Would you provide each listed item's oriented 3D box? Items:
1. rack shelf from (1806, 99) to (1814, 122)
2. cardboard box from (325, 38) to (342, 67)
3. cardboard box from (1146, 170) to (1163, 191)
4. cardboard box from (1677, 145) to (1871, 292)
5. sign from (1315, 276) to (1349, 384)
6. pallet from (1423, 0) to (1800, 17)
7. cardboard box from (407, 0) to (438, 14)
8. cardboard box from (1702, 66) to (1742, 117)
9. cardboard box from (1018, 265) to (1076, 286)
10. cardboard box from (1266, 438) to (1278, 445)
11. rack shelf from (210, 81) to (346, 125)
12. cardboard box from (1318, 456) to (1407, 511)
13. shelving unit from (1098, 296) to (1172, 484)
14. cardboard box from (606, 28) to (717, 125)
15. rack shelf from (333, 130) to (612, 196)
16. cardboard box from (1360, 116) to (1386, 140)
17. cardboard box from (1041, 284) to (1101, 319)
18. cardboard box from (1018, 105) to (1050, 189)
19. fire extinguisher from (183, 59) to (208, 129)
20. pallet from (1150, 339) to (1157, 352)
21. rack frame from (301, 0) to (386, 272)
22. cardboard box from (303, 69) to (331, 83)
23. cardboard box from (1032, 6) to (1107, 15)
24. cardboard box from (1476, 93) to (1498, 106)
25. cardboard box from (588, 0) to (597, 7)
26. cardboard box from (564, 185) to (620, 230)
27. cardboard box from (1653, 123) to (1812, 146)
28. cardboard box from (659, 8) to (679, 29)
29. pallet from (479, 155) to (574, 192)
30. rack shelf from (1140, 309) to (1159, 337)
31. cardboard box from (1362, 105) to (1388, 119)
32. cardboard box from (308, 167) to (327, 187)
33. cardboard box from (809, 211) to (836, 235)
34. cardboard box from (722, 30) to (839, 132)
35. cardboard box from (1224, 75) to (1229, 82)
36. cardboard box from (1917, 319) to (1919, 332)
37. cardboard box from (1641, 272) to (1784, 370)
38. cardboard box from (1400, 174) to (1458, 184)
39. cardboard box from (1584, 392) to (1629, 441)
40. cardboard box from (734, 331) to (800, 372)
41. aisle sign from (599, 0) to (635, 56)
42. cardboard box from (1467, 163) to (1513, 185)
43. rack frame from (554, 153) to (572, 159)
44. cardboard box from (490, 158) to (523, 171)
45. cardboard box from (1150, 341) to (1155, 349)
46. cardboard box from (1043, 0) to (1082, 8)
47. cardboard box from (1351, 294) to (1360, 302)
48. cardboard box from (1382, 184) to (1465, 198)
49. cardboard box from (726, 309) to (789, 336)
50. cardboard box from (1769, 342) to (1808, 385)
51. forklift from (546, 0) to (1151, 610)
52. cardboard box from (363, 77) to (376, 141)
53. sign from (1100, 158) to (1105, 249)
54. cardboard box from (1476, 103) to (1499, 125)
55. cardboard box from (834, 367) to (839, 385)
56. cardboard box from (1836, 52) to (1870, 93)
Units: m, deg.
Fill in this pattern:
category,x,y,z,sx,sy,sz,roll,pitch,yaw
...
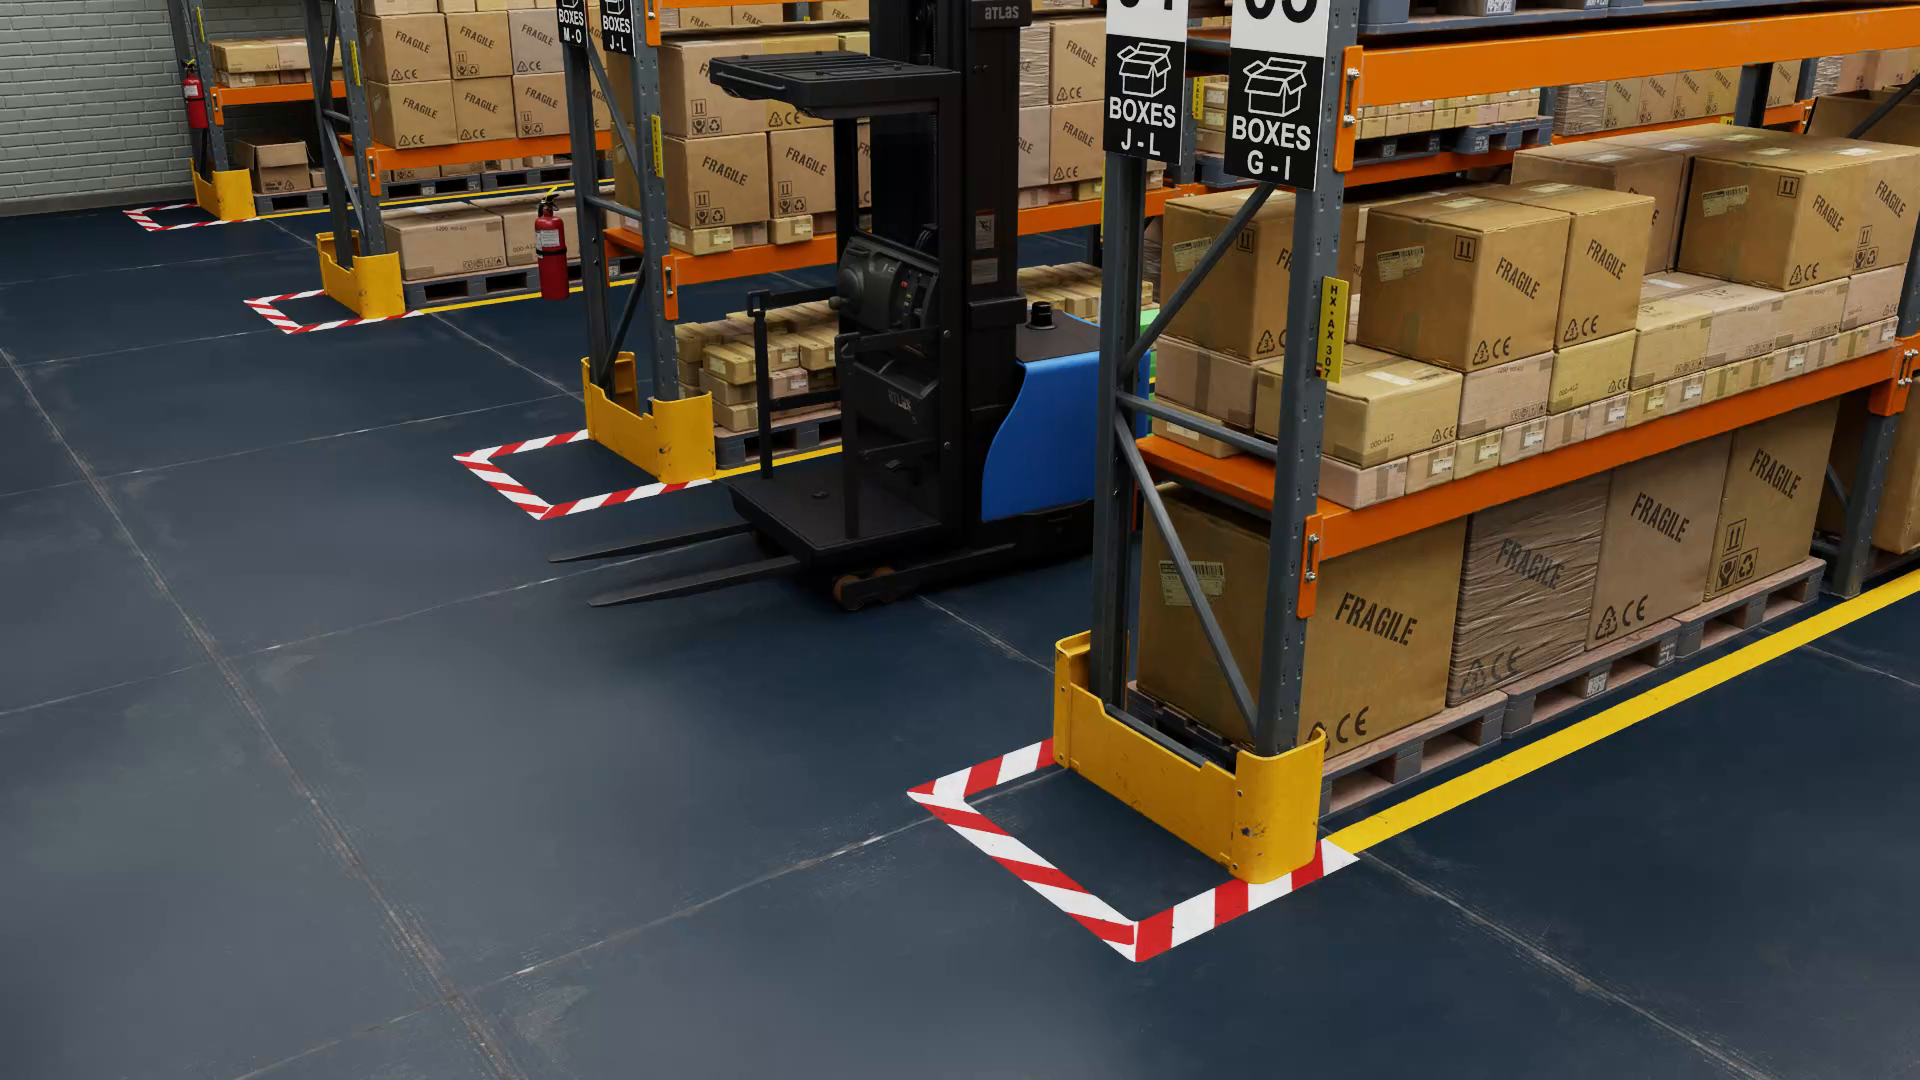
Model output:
category,x,y,z,sx,sy,sz,roll,pitch,yaw
rack shelf,9.399,-4.599,17.344,4.000,0.370,1.077,-15,26,-33
cardboard box,-6.496,-5.168,17.601,0.500,0.250,0.500,-16,26,-34
cardboard box,1.186,-2.519,11.501,0.250,0.149,0.380,-15,26,-33
cardboard box,3.470,-1.384,7.106,0.500,0.500,0.500,-15,26,-32
sign,1.168,-0.659,5.225,0.005,0.325,0.100,-15,26,-33
pallet,2.436,-2.170,6.359,1.213,0.211,1.003,-15,26,-33
cardboard box,-4.318,-4.253,13.149,0.250,0.149,0.380,-14,26,-32
cardboard box,6.687,-4.134,15.074,0.500,0.500,0.500,-15,26,-32
cardboard box,0.623,-1.861,11.991,0.250,0.149,0.380,-13,25,-30
cardboard box,1.156,-0.505,6.452,0.250,0.149,0.380,-15,26,-32
rack shelf,-6.217,-4.961,18.252,4.000,0.370,1.077,-15,26,-33
cardboard box,1.330,-0.249,5.812,0.250,0.149,0.380,-15,26,-32
shelving unit,1.022,-0.762,9.188,0.503,1.200,0.258,-12,25,-28
cardboard box,-1.739,-2.725,9.793,0.500,0.500,0.500,-16,27,-34
rack shelf,-3.315,-3.468,14.512,4.000,0.370,1.077,-15,26,-33
cardboard box,2.927,-3.078,12.334,0.250,0.149,0.380,-15,26,-34
cardboard box,0.762,-1.637,11.428,0.250,0.149,0.380,-15,26,-33
cardboard box,0.227,-2.544,10.688,0.500,0.500,0.500,-15,26,-33
fire extinguisher,-7.690,-4.482,16.689,0.183,0.674,0.296,-15,26,-33
pallet,0.757,-1.317,11.912,1.213,0.211,1.003,-15,26,-33
rack frame,-4.939,-3.370,13.294,0.127,3.000,1.000,-15,26,-33
cardboard box,-6.800,-4.907,17.484,0.250,0.149,0.380,-14,26,-31
cardboard box,0.773,-3.393,11.466,0.500,0.500,0.500,-14,26,-32
cardboard box,3.965,-3.491,12.967,0.250,0.149,0.380,-14,26,-32
cardboard box,-3.205,-4.498,13.763,0.250,0.149,0.380,-16,27,-34
cardboard box,-2.990,-2.943,15.115,0.875,0.438,0.875,-16,27,-34
cardboard box,3.558,-1.644,7.759,0.500,0.500,0.500,-15,26,-33
cardboard box,-2.738,-4.341,14.243,0.500,0.500,0.500,-15,26,-32
pallet,-5.152,-4.284,19.349,1.213,0.211,1.003,-15,26,-33
rack shelf,1.022,-1.149,9.034,0.480,0.148,0.258,-12,25,-28
cardboard box,2.932,-3.217,12.282,0.250,0.149,0.380,-15,26,-34
cardboard box,-6.921,-3.917,17.946,0.250,0.149,0.380,-16,27,-35
cardboard box,-0.949,-1.964,10.110,0.250,0.149,0.380,-14,25,-30
cardboard box,-1.040,-2.680,9.679,0.500,0.500,0.500,-14,26,-31
cardboard box,1.922,-3.382,12.295,0.250,0.149,0.380,-16,27,-35
cardboard box,4.615,-1.325,8.034,0.500,0.500,0.500,-15,26,-33
cardboard box,3.058,-0.925,6.968,0.500,0.250,0.500,-14,26,-32
cardboard box,3.827,-2.940,14.011,0.500,0.250,0.500,-16,27,-35
cardboard box,2.372,-0.528,6.512,0.250,0.149,0.380,-15,26,-33
cardboard box,-1.188,-1.157,10.225,0.250,0.149,0.380,-14,26,-32
aisle sign,-1.850,-3.004,8.869,0.004,0.787,0.394,-15,26,-33
cardboard box,5.075,-2.889,14.557,0.750,0.750,1.050,-15,26,-34
rack frame,-4.594,-5.728,19.204,0.127,3.000,1.000,-15,26,-33
cardboard box,-5.164,-4.367,18.915,0.258,0.266,0.396,-14,26,-31
cardboard box,1.162,-1.452,11.767,0.250,0.149,0.380,-15,26,-32
cardboard box,0.877,-5.308,16.667,0.500,0.500,0.500,-14,26,-32
cardboard box,1.913,-0.861,6.809,0.500,0.250,0.500,-16,27,-35
cardboard box,3.723,-2.677,13.352,0.500,0.250,0.500,-14,26,-32
cardboard box,-1.310,-1.372,10.764,0.250,0.149,0.380,-16,27,-34
cardboard box,3.414,-0.806,7.208,0.250,0.149,0.380,-14,26,-32
forklift,-0.537,-1.245,8.061,3.031,2.935,1.130,-12,25,-28
cardboard box,-4.702,-3.600,13.736,0.500,0.500,0.500,-15,26,-33
sign,0.543,-1.202,5.980,0.005,0.325,0.100,-15,26,-33
cardboard box,3.985,-3.358,13.037,0.250,0.149,0.380,-14,26,-32
cardboard box,-0.716,-1.092,10.465,0.250,0.149,0.380,-14,26,-31
cardboard box,8.501,-4.779,16.622,0.550,0.550,0.875,-15,26,-33
